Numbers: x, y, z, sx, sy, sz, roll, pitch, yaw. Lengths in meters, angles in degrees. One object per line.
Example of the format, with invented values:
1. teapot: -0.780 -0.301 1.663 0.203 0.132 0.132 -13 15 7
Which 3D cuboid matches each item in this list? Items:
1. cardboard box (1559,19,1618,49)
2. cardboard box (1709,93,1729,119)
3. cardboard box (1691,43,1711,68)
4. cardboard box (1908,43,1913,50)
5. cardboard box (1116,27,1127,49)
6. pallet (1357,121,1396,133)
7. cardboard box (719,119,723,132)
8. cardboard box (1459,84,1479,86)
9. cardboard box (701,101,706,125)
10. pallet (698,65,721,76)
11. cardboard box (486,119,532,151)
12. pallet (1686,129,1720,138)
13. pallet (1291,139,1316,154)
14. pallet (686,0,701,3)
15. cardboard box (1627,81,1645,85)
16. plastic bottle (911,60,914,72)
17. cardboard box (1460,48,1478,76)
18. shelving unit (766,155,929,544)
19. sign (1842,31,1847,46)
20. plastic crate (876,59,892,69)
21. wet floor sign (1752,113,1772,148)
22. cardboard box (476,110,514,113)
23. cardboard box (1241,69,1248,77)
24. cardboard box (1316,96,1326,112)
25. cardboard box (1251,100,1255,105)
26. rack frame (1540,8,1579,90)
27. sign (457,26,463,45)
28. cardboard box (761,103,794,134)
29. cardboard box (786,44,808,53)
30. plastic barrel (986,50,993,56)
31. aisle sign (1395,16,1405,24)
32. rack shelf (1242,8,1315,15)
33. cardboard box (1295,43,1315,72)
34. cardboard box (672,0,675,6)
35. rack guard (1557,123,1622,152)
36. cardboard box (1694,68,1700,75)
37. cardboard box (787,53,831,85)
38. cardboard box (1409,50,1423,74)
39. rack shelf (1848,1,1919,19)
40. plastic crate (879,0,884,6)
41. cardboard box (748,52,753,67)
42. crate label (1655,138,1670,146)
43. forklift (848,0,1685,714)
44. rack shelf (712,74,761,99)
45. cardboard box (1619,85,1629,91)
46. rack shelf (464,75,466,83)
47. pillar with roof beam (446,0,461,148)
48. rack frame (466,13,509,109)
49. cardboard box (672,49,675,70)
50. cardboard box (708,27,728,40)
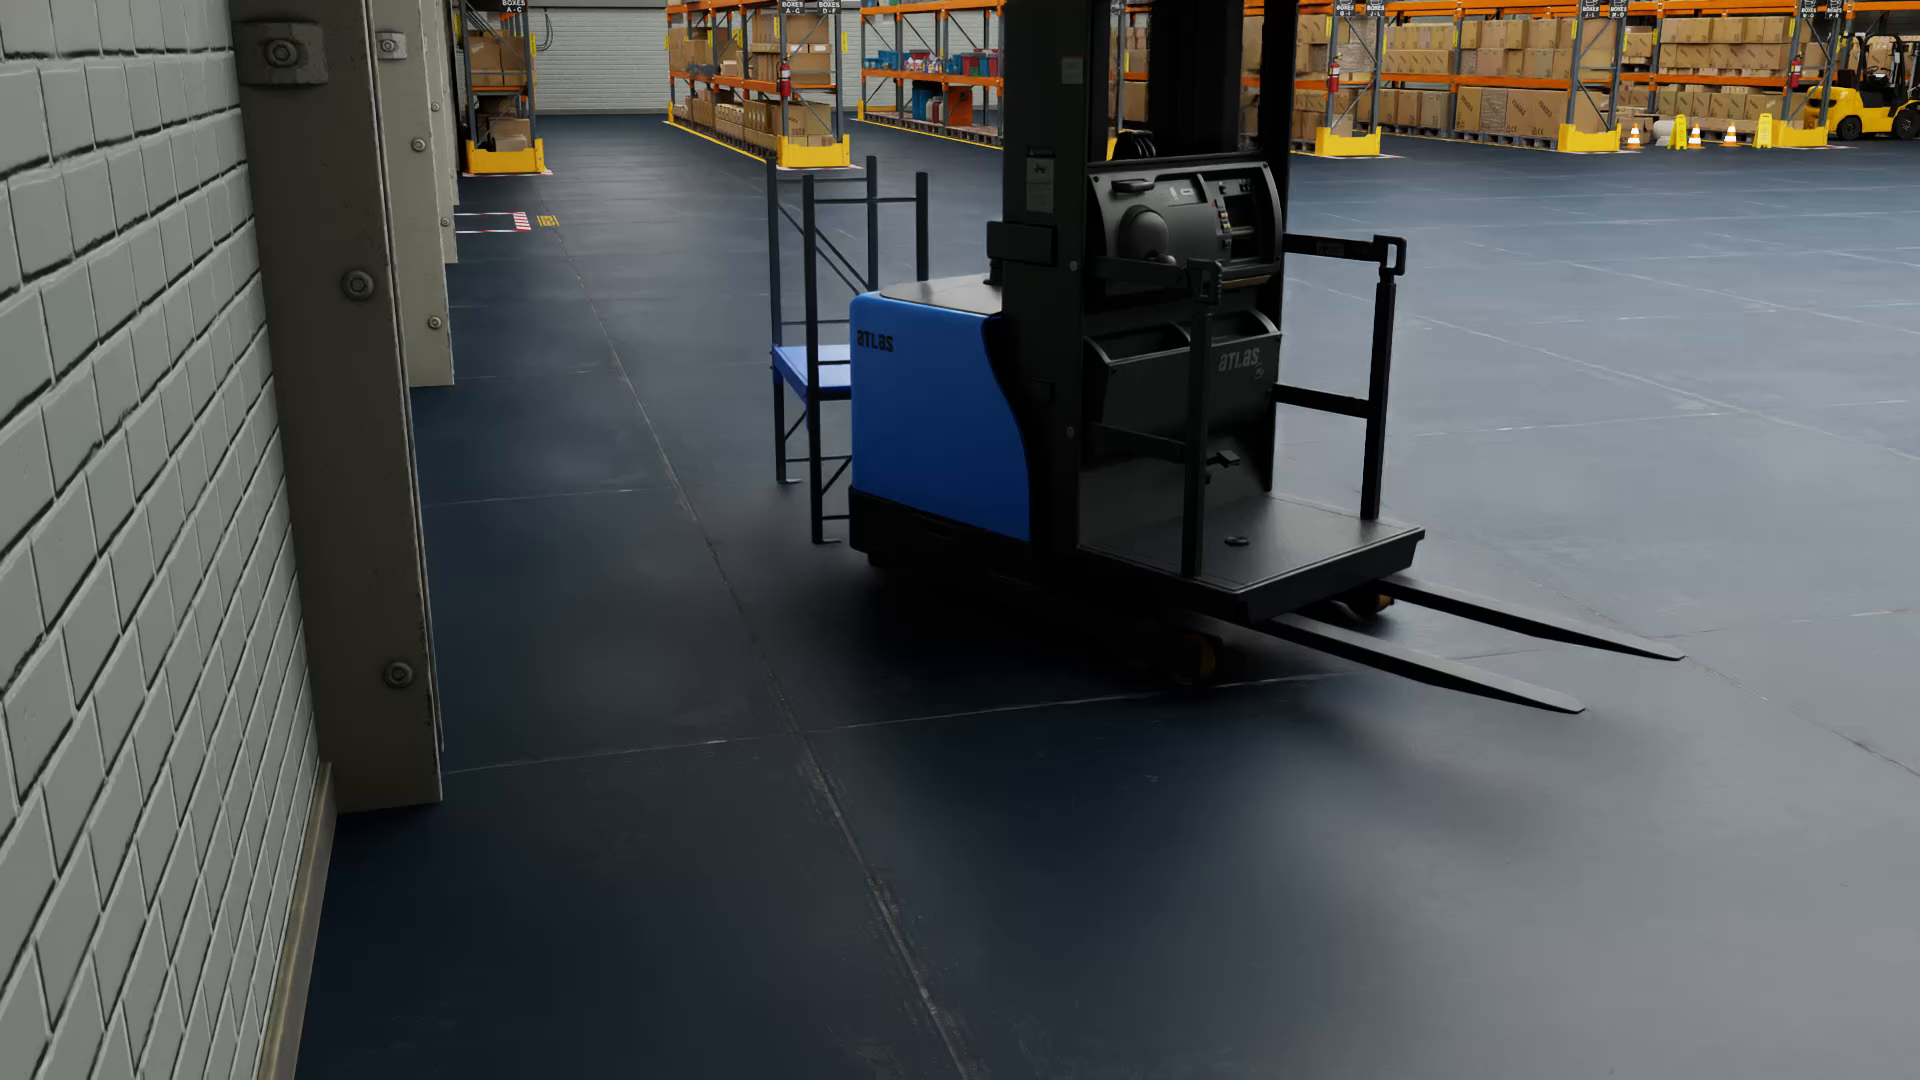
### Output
1. cardboard box: 11.823 -9.509 31.257 0.875 0.550 0.550 -5 17 -15
2. cardboard box: 15.870 -8.962 34.320 0.500 0.500 0.500 -5 17 -17
3. cardboard box: 15.659 -10.110 34.703 0.500 0.500 0.500 -5 17 -16
4. cardboard box: 20.532 -10.554 35.571 0.380 0.149 0.250 -5 17 -16
5. cardboard box: 4.154 -11.931 39.540 0.797 0.503 0.637 -5 17 -15
6. pallet: 9.834 -9.468 38.104 1.003 0.211 1.213 -5 17 -15
7. cardboard box: -4.633 -8.458 33.945 0.500 0.250 0.500 -5 17 -17
8. cardboard box: 13.569 -11.571 43.223 0.875 0.875 0.875 -4 17 -14
9. cardboard box: -5.408 -9.422 36.686 0.500 0.500 0.500 -5 18 -17
10. pallet: -4.887 -9.971 35.265 1.213 0.211 1.003 -5 17 -15
11. cardboard box: -7.610 -6.852 28.129 0.700 0.500 0.500 -6 18 -19
12. pallet: 15.739 -8.822 35.953 1.003 0.211 1.213 -5 17 -15
13. pallet: 6.881 -7.363 31.098 1.003 0.211 1.213 -5 17 -15
14. pallet: -5.333 -11.861 36.338 1.213 0.211 1.003 -5 17 -15
15. cardboard box: 18.054 -12.215 44.374 0.380 0.149 0.250 -6 18 -18
16. plastic bottle: -1.102 -11.023 38.657 0.097 0.271 0.097 0 17 0
17. cardboard box: 10.902 -9.891 34.407 0.875 0.550 0.550 -5 17 -15
18. shelving unit: -0.497 -0.866 7.227 0.538 1.500 1.048 -4 17 -14
19. sign: 19.773 -11.205 37.164 0.100 0.325 0.005 -5 17 -15
20. plastic crate: -1.873 -11.891 41.512 0.416 0.233 0.300 -5 17 -15
21. wet floor sign: 15.643 -7.969 32.360 0.267 0.644 0.232 1 17 4
22. cardboard box: -8.806 -7.881 31.554 0.700 0.500 0.500 -4 17 -15
23. cardboard box: 5.818 -9.283 33.078 0.380 0.149 0.250 -5 17 -15
24. cardboard box: 8.957 -10.481 40.247 0.500 0.500 0.500 -6 18 -18
25. cardboard box: 7.903 -11.542 43.871 0.380 0.149 0.250 -6 18 -18
26. rack frame: 14.421 -11.446 39.844 1.000 3.000 0.127 -5 17 -15
27. sign: -8.829 -8.891 29.326 0.100 0.325 0.005 -5 17 -15
28. cardboard box: -3.157 -7.312 28.825 0.500 0.500 0.500 -5 17 -15
29. cardboard box: -2.723 -8.117 27.459 0.380 0.149 0.250 -5 17 -16
30. plastic barrel: 0.734 -9.941 34.637 0.421 0.512 0.421 0 17 0
31. aisle sign: 12.501 -14.949 46.985 0.394 0.787 0.004 -5 17 -15
32. rack shelf: 8.040 -13.779 43.646 1.077 0.370 4.000 -5 17 -15
33. cardboard box: 6.714 -8.924 30.755 0.875 0.500 0.500 -5 17 -15
34. cardboard box: -6.671 -13.019 40.125 0.500 0.250 0.500 -5 17 -15
35. rack guard: 11.895 -7.611 31.419 1.175 0.500 0.348 -5 17 -15
36. cardboard box: 15.658 -9.828 34.893 0.380 0.149 0.250 -5 17 -16
37. cardboard box: -2.551 -7.846 27.684 0.700 0.500 0.500 -5 17 -15
38. cardboard box: 10.110 -10.371 36.091 0.500 0.500 0.500 -5 17 -15
39. rack shelf: 20.842 -11.272 35.301 1.077 0.370 4.000 -5 17 -15
40. plastic crate: -1.756 -13.227 40.763 0.437 0.282 0.530 -5 17 -15
41. cardboard box: -3.874 -9.182 32.131 0.500 0.500 0.500 -3 17 -11
42. crate label: 14.012 -7.910 33.048 0.298 0.136 0.250 16 23 42
43. forklift: 0.925 -1.099 5.517 1.130 2.935 3.031 -15 22 -40
44. rack shelf: -4.084 -8.983 32.894 1.077 0.370 4.000 -5 17 -15
45. cardboard box: 17.936 -12.141 44.643 0.380 0.149 0.250 -4 17 -13
46. rack shelf: -9.945 -9.697 35.270 1.077 0.370 4.000 -5 17 -15
47. pillar with roof beam: -5.730 -12.274 32.170 9.100 9.000 0.400 -5 17 -15
48. rack frame: -10.494 -10.595 37.008 1.000 3.000 0.127 -5 17 -15
49. cardboard box: -6.817 -11.856 41.033 0.500 0.500 0.500 -5 17 -16
50. cardboard box: -5.592 -11.667 38.665 0.500 0.500 0.500 -4 17 -14
